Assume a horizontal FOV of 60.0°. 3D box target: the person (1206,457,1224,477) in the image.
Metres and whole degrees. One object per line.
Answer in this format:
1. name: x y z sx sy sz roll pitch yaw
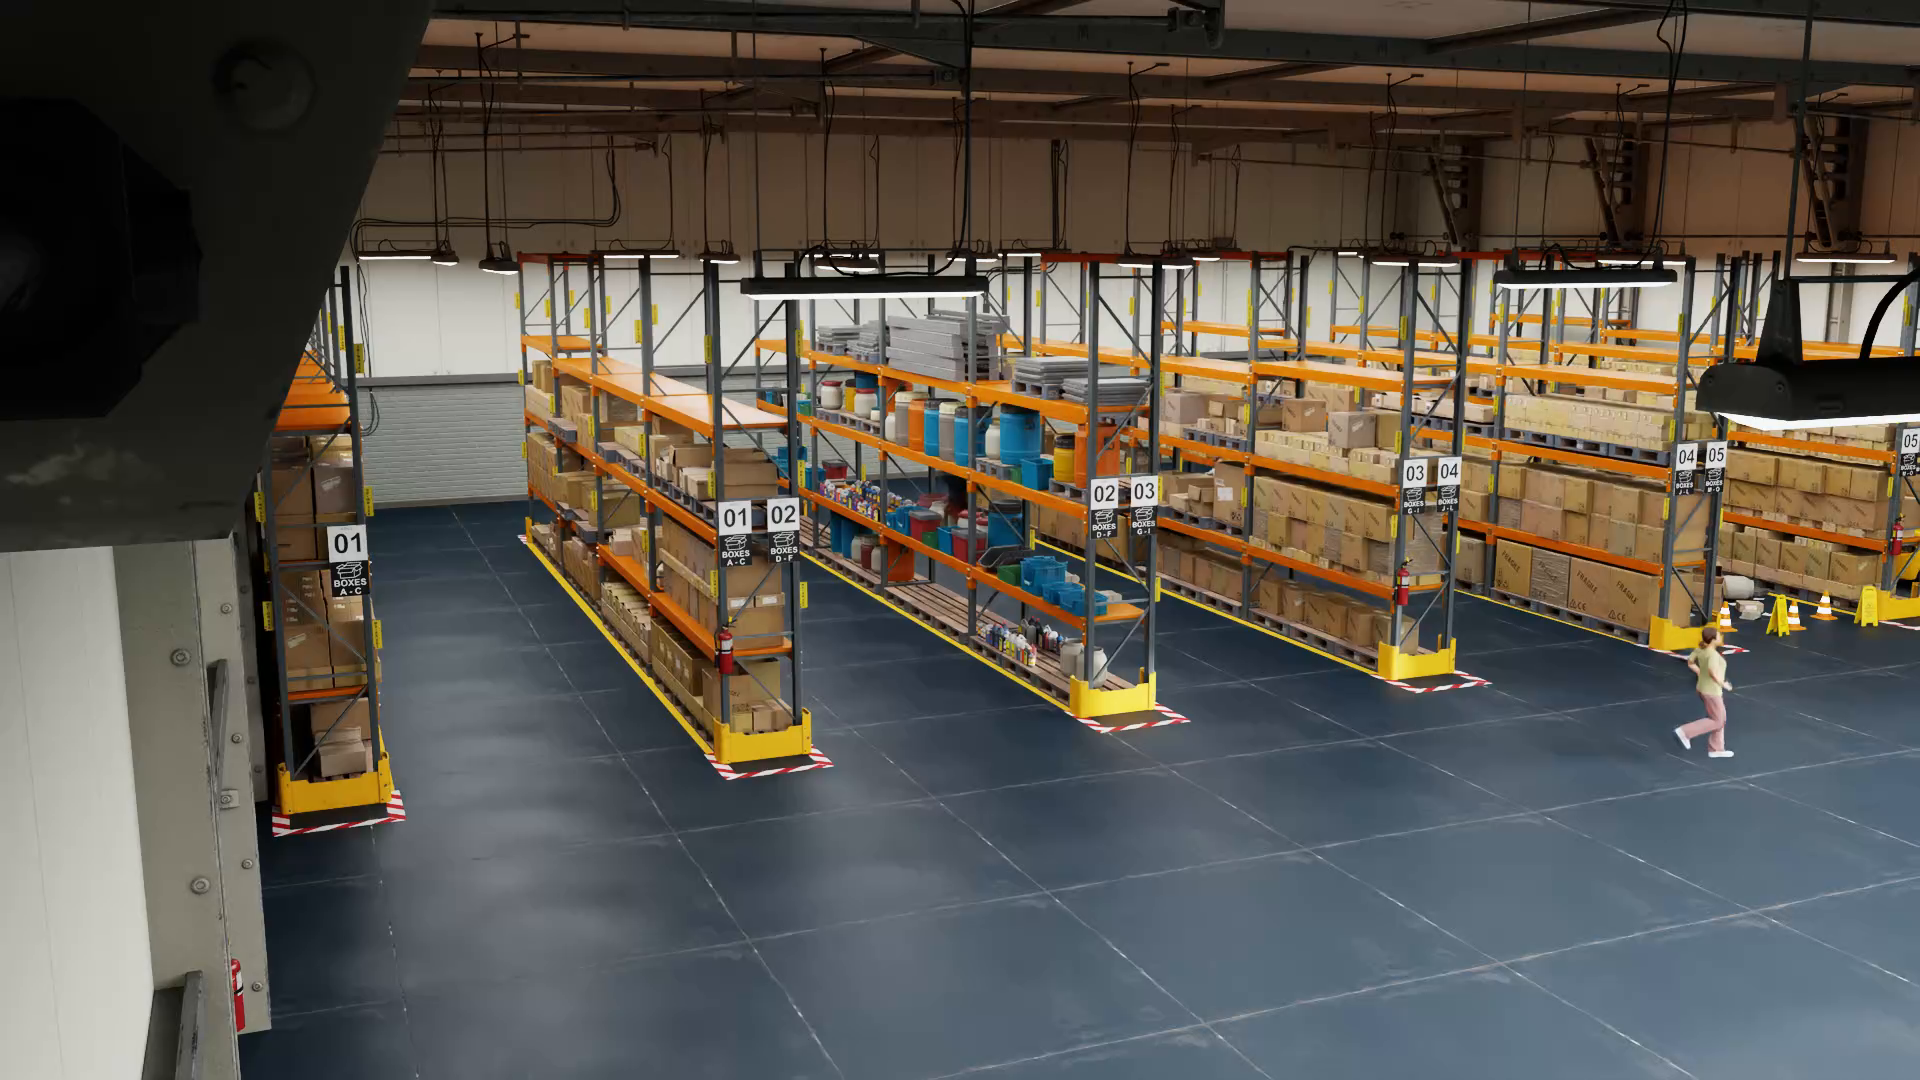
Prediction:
1. person: 5.521 -0.950 35.455 0.565 1.652 0.970 -5 11 -25

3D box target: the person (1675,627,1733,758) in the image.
1. person: 9.116 1.859 20.305 0.762 1.633 0.596 0 10 -2

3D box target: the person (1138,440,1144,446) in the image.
1. person: 4.142 -1.468 38.479 0.563 1.706 0.802 -3 11 -17
